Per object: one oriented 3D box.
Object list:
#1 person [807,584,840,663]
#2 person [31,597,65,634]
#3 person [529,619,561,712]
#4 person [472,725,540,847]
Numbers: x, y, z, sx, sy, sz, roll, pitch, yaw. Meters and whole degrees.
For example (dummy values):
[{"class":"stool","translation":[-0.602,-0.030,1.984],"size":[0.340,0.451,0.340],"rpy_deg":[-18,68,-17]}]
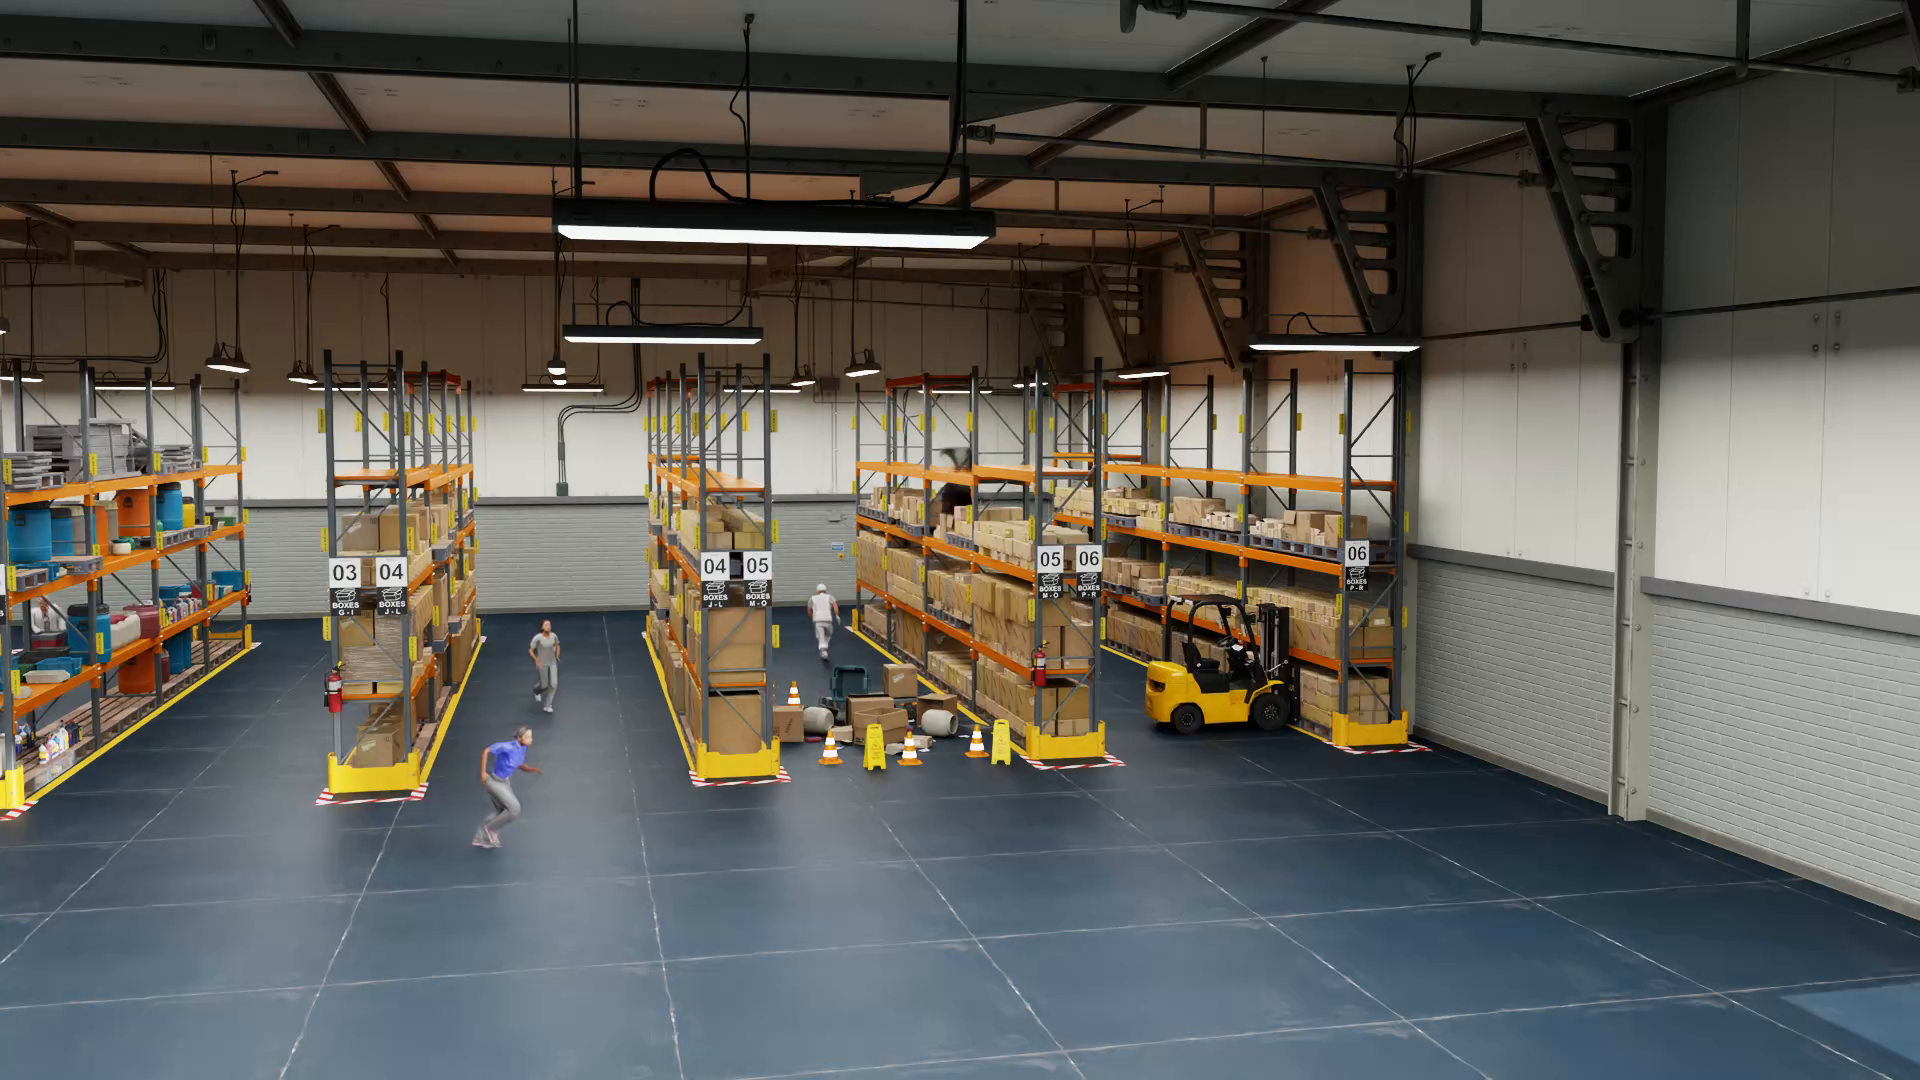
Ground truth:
[{"class":"person","translation":[-2.852,1.759,34.705],"size":[0.699,1.613,1.120],"rpy_deg":[0,4,-3]},{"class":"person","translation":[-18.144,1.894,33.025],"size":[0.694,1.623,0.878],"rpy_deg":[-3,5,-37]},{"class":"person","translation":[-7.260,2.177,29.087],"size":[0.575,1.622,0.687],"rpy_deg":[-3,5,-34]},{"class":"person","translation":[-5.348,2.899,19.464],"size":[0.882,1.487,0.609],"rpy_deg":[1,4,14]}]
